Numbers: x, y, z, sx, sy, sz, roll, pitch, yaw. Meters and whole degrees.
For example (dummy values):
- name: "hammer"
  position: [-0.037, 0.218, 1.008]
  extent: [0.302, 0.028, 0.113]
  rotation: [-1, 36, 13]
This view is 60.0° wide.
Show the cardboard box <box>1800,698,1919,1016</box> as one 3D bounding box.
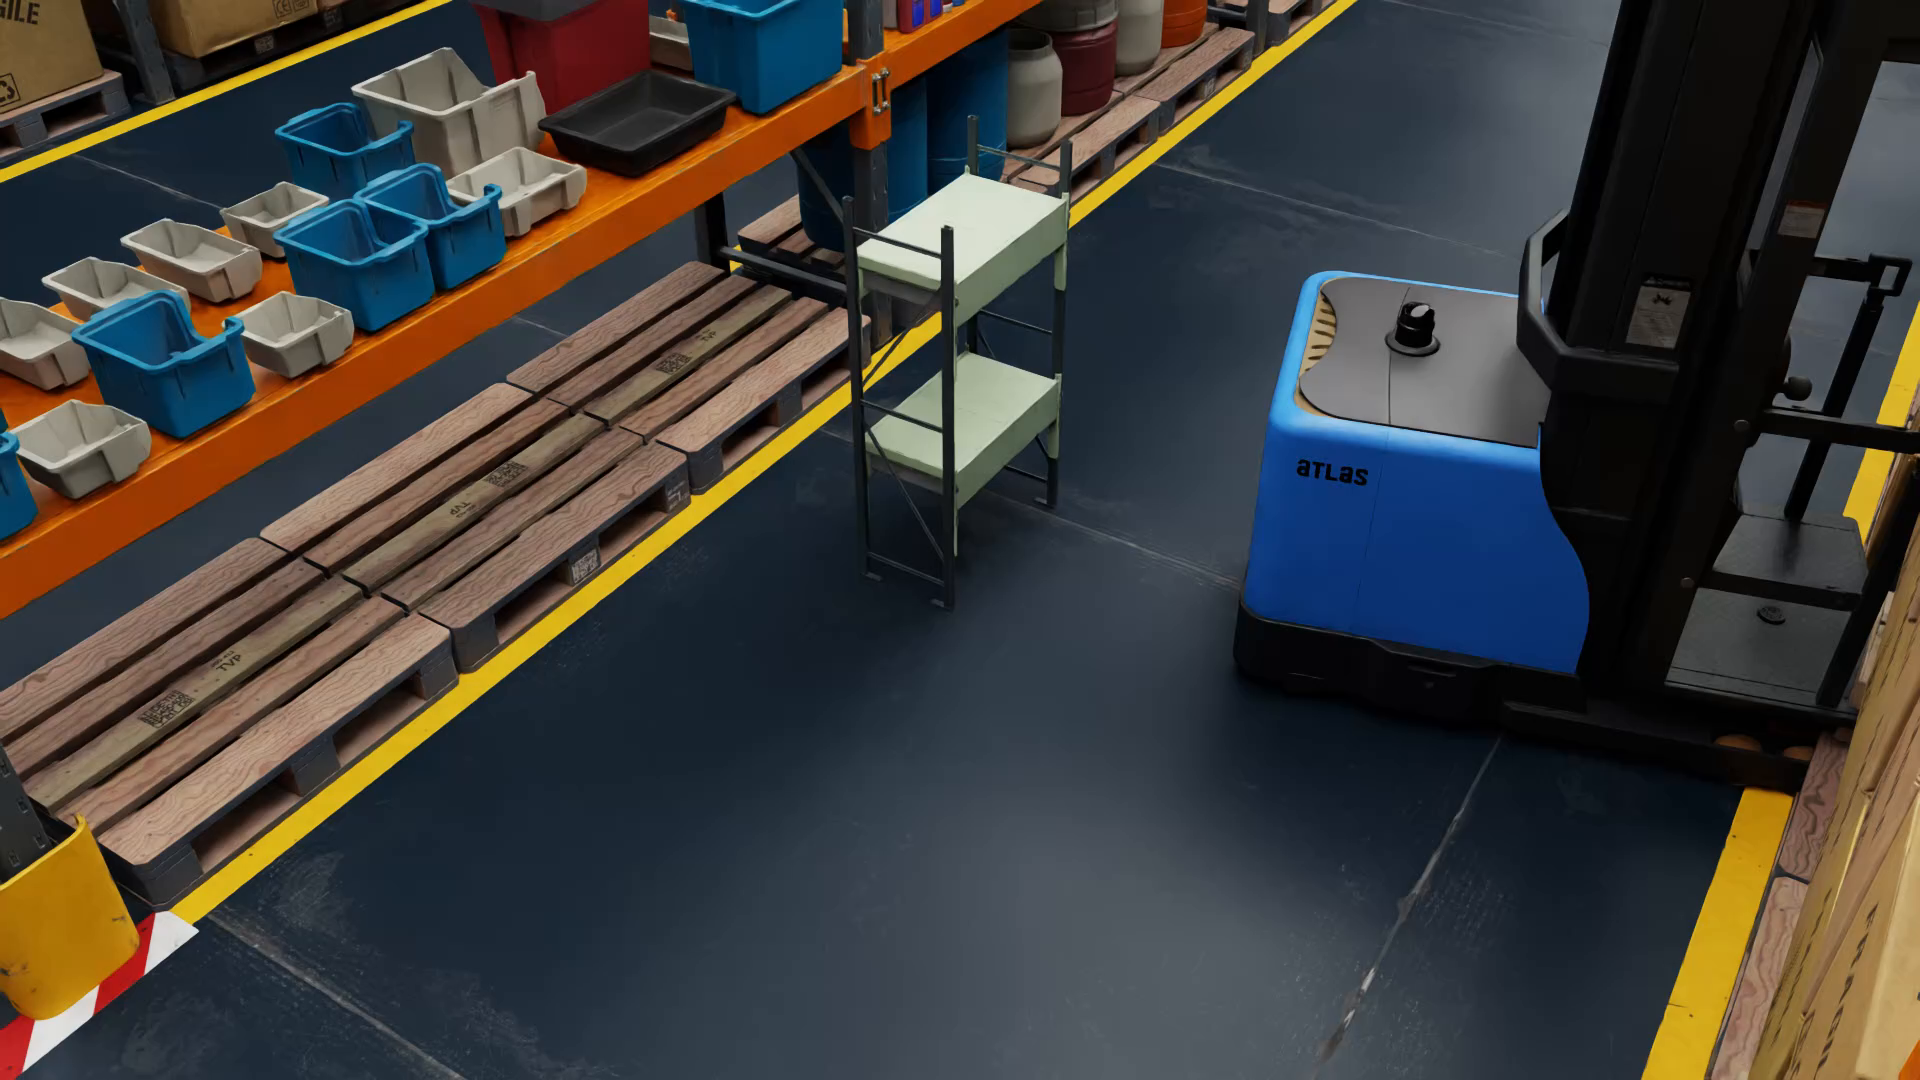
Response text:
- name: "cardboard box"
  position: [1.559, 0.451, 2.307]
  extent: [0.500, 0.500, 0.500]
  rotation: [22, 43, 26]

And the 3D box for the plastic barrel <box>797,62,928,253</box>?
- name: "plastic barrel"
  position: [-0.448, -1.828, 7.539]
  extent: [0.600, 0.901, 0.708]
  rotation: [21, 42, 25]

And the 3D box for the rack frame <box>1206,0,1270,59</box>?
- name: "rack frame"
  position: [1.389, -4.280, 9.345]
  extent: [1.000, 3.000, 0.127]
  rotation: [21, 42, 25]

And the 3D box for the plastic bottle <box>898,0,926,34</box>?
- name: "plastic bottle"
  position: [-0.198, -2.221, 6.769]
  extent: [0.061, 0.283, 0.133]
  rotation: [21, 42, 25]

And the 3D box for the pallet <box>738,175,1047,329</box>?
- name: "pallet"
  position: [-0.306, -1.497, 8.019]
  extent: [1.003, 0.211, 1.213]
  rotation: [21, 42, 25]

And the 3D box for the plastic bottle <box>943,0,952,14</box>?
- name: "plastic bottle"
  position: [-0.080, -2.323, 6.969]
  extent: [0.097, 0.201, 0.097]
  rotation: [0, 38, 0]

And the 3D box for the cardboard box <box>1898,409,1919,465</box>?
- name: "cardboard box"
  position: [3.721, -0.380, 5.973]
  extent: [0.500, 0.500, 0.500]
  rotation: [21, 42, 25]

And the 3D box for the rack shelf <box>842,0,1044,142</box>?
- name: "rack shelf"
  position: [0.317, -2.964, 8.227]
  extent: [1.077, 0.370, 4.000]
  rotation: [21, 42, 25]

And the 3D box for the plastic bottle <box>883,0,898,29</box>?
- name: "plastic bottle"
  position: [-0.270, -2.294, 6.810]
  extent: [0.144, 0.351, 0.185]
  rotation: [21, 42, 25]

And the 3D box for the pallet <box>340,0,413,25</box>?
- name: "pallet"
  position: [-3.934, -3.787, 10.990]
  extent: [1.003, 0.211, 1.213]
  rotation: [21, 42, 25]

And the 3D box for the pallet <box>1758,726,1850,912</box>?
- name: "pallet"
  position: [3.058, 0.863, 4.958]
  extent: [1.003, 0.211, 1.213]
  rotation: [21, 42, 25]

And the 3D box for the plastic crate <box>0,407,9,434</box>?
- name: "plastic crate"
  position: [-2.876, -0.427, 4.269]
  extent: [0.616, 0.435, 0.499]
  rotation: [21, 42, 25]

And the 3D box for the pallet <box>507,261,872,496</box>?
- name: "pallet"
  position: [-1.115, -0.721, 7.013]
  extent: [1.003, 0.211, 1.213]
  rotation: [21, 42, 25]

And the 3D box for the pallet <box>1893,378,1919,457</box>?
- name: "pallet"
  position: [4.483, -0.554, 6.796]
  extent: [1.003, 0.211, 1.213]
  rotation: [21, 42, 25]

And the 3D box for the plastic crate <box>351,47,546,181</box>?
- name: "plastic crate"
  position: [-1.728, -1.467, 5.745]
  extent: [0.437, 0.282, 0.530]
  rotation: [21, 42, 25]

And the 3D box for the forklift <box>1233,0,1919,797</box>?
- name: "forklift"
  position: [2.498, -0.717, 4.779]
  extent: [3.031, 2.935, 1.130]
  rotation: [10, 39, 13]

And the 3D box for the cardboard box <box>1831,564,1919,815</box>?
- name: "cardboard box"
  position: [2.110, 0.324, 3.292]
  extent: [0.500, 0.500, 0.500]
  rotation: [21, 42, 25]

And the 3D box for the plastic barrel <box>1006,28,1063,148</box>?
- name: "plastic barrel"
  position: [0.309, -2.300, 8.471]
  extent: [0.421, 0.512, 0.421]
  rotation: [0, 38, 0]

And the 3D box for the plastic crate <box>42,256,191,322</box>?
- name: "plastic crate"
  position: [-2.446, -0.699, 4.867]
  extent: [0.396, 0.136, 0.243]
  rotation: [21, 42, 25]

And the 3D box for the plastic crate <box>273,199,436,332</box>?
- name: "plastic crate"
  position: [-1.782, -0.811, 4.933]
  extent: [0.416, 0.233, 0.300]
  rotation: [21, 42, 25]

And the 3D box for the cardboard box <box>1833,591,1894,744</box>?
- name: "cardboard box"
  position: [3.019, 0.441, 5.063]
  extent: [0.500, 0.311, 0.500]
  rotation: [21, 42, 25]

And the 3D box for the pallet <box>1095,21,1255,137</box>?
- name: "pallet"
  position: [1.002, -2.755, 9.651]
  extent: [1.003, 0.211, 1.213]
  rotation: [21, 42, 25]

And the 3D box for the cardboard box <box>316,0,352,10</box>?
- name: "cardboard box"
  position: [-4.132, -3.960, 10.326]
  extent: [1.225, 0.875, 0.875]
  rotation: [20, 42, 24]

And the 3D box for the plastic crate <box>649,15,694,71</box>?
- name: "plastic crate"
  position: [-1.124, -1.944, 6.481]
  extent: [0.396, 0.136, 0.243]
  rotation: [21, 42, 25]

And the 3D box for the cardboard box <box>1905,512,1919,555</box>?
- name: "cardboard box"
  position: [2.651, -0.196, 3.966]
  extent: [0.500, 0.500, 0.500]
  rotation: [22, 43, 26]

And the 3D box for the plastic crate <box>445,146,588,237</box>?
- name: "plastic crate"
  position: [-1.433, -1.141, 5.440]
  extent: [0.293, 0.136, 0.466]
  rotation: [21, 42, 25]

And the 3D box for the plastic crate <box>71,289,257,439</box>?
- name: "plastic crate"
  position: [-2.134, -0.472, 4.493]
  extent: [0.416, 0.233, 0.300]
  rotation: [21, 42, 25]

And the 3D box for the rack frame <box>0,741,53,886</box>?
- name: "rack frame"
  position: [-2.897, -0.155, 3.995]
  extent: [1.000, 3.000, 0.127]
  rotation: [21, 42, 25]

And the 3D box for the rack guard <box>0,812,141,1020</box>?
- name: "rack guard"
  position: [-2.899, 0.851, 4.736]
  extent: [1.175, 0.500, 0.348]
  rotation: [21, 42, 25]

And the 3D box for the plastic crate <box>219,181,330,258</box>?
- name: "plastic crate"
  position: [-2.174, -1.009, 5.269]
  extent: [0.298, 0.136, 0.250]
  rotation: [21, 42, 25]

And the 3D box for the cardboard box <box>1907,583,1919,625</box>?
- name: "cardboard box"
  position: [2.108, -0.082, 2.999]
  extent: [0.500, 0.500, 0.500]
  rotation: [23, 43, 26]

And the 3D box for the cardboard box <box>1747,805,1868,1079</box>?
- name: "cardboard box"
  position: [1.568, 0.839, 2.623]
  extent: [0.500, 0.500, 0.500]
  rotation: [22, 43, 25]

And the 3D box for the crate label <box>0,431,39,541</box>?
- name: "crate label"
  position: [-2.487, -0.132, 4.053]
  extent: [0.416, 0.233, 0.303]
  rotation: [21, 42, 25]

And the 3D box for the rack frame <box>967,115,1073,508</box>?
- name: "rack frame"
  position: [0.200, -0.786, 6.041]
  extent: [0.400, 1.500, 0.023]
  rotation: [21, 42, 25]

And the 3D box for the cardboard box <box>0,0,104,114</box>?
- name: "cardboard box"
  position: [-5.358, -2.848, 8.884]
  extent: [0.875, 0.875, 0.875]
  rotation: [21, 42, 25]

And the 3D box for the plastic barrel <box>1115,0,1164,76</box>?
- name: "plastic barrel"
  position: [0.914, -2.882, 9.226]
  extent: [0.421, 0.512, 0.421]
  rotation: [0, 38, 0]

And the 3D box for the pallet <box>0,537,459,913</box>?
- name: "pallet"
  position: [-2.423, 0.537, 5.381]
  extent: [1.003, 0.211, 1.213]
  rotation: [21, 42, 25]

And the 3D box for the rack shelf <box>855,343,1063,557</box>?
- name: "rack shelf"
  position: [0.004, -0.339, 5.996]
  extent: [0.431, 0.370, 0.720]
  rotation: [21, 42, 25]

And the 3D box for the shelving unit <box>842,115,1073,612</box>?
- name: "shelving unit"
  position: [0.004, -0.597, 5.797]
  extent: [0.431, 1.500, 0.755]
  rotation: [21, 42, 25]
